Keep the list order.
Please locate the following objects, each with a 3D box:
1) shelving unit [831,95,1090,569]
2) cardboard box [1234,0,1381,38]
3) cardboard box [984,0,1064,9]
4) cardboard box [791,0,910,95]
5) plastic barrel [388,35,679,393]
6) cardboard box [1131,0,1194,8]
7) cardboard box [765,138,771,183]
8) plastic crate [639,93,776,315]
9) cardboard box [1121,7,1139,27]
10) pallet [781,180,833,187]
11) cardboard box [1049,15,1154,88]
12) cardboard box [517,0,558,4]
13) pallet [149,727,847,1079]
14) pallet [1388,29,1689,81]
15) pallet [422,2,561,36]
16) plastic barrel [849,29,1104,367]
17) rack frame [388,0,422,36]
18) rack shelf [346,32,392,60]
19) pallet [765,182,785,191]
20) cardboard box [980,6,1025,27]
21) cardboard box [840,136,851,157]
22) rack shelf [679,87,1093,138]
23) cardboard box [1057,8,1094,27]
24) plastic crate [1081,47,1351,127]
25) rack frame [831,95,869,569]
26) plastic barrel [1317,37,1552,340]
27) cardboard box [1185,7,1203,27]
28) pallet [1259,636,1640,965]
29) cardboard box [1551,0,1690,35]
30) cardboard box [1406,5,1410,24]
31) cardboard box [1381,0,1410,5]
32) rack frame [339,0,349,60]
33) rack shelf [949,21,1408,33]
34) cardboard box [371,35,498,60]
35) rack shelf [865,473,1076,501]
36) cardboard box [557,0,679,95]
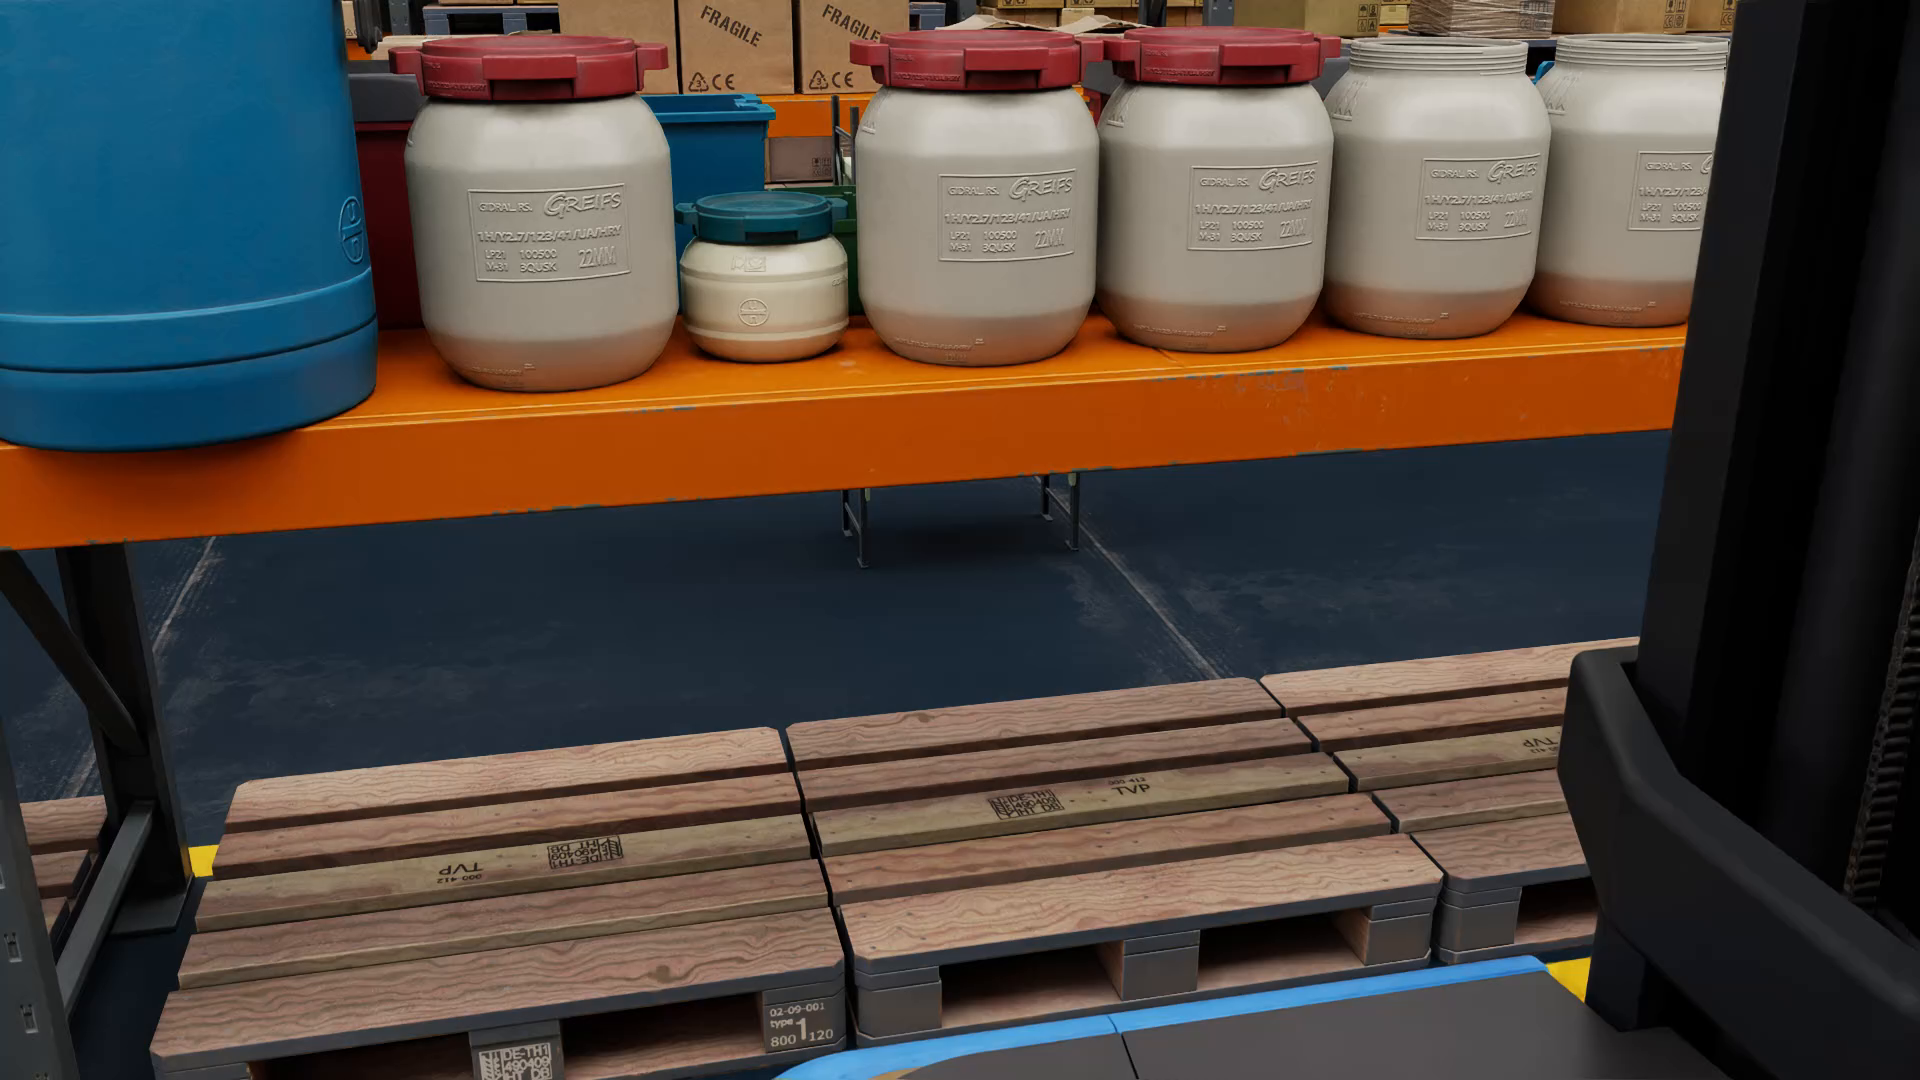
[{"bbox_3d":[-0.006,-0.704,5.555,0.755,1.500,0.431,-5,21,-12],"label":"shelving unit"},{"bbox_3d":[1.677,-2.783,8.295,0.500,0.500,0.700,-12,24,-31],"label":"cardboard box"},{"bbox_3d":[0.478,-4.258,12.470,0.500,0.500,0.500,-4,21,-11],"label":"cardboard box"},{"bbox_3d":[-0.539,-2.360,7.750,0.500,0.500,0.500,-6,21,-15],"label":"cardboard box"},{"bbox_3d":[-0.685,-0.542,2.737,0.433,0.535,0.433,0,20,0],"label":"plastic barrel"},{"bbox_3d":[1.473,-4.335,12.681,0.500,0.500,0.500,-5,21,-13],"label":"cardboard box"},{"bbox_3d":[-1.747,-3.017,12.684,0.500,0.500,0.700,-5,21,-13],"label":"cardboard box"},{"bbox_3d":[-0.664,-0.660,3.279,0.575,0.384,0.392,-5,21,-12],"label":"plastic crate"},{"bbox_3d":[1.313,-4.043,12.828,0.250,0.149,0.380,-4,21,-11],"label":"cardboard box"},{"bbox_3d":[-0.814,-2.738,12.983,1.213,0.211,1.003,-5,21,-12],"label":"pallet"},{"bbox_3d":[0.726,-2.395,8.122,0.500,0.311,0.500,-3,20,-9],"label":"cardboard box"},{"bbox_3d":[-2.897,-4.117,11.907,0.500,0.500,0.700,-3,20,-7],"label":"cardboard box"},{"bbox_3d":[-0.911,0.758,3.438,1.213,0.211,1.003,-5,21,-12],"label":"pallet"},{"bbox_3d":[2.982,-2.516,8.602,1.213,0.211,1.003,-5,21,-12],"label":"pallet"},{"bbox_3d":[-3.169,-3.714,11.872,1.213,0.211,1.003,-5,21,-12],"label":"pallet"},{"bbox_3d":[0.029,-0.600,2.895,0.433,0.535,0.433,0,20,0],"label":"plastic barrel"},{"bbox_3d":[-3.946,-3.792,11.806,0.127,3.000,1.000,-5,21,-12],"label":"rack frame"},{"bbox_3d":[-5.892,-3.296,11.498,4.000,0.370,1.077,-5,21,-12],"label":"rack shelf"},{"bbox_3d":[-1.999,-2.643,12.723,1.213,0.211,1.003,-5,21,-12],"label":"pallet"},{"bbox_3d":[0.320,-3.949,12.570,0.250,0.149,0.380,-5,21,-13],"label":"cardboard box"},{"bbox_3d":[-0.742,-3.067,12.822,0.500,0.500,0.700,-4,21,-12],"label":"cardboard box"},{"bbox_3d":[-0.856,-1.955,7.837,4.000,0.370,1.077,-5,21,-12],"label":"rack shelf"},{"bbox_3d":[0.846,-3.959,12.597,0.250,0.149,0.380,-4,20,-11],"label":"cardboard box"},{"bbox_3d":[0.583,-0.797,3.537,0.583,0.464,0.402,-5,21,-12],"label":"plastic crate"},{"bbox_3d":[-0.363,-0.675,5.476,0.023,1.500,0.400,-5,21,-12],"label":"rack frame"},{"bbox_3d":[0.865,-0.659,3.090,0.421,0.512,0.421,0,20,0],"label":"plastic barrel"},{"bbox_3d":[1.811,-4.074,12.911,0.250,0.149,0.380,-5,21,-12],"label":"cardboard box"},{"bbox_3d":[1.464,0.565,3.966,1.213,0.211,1.003,-5,21,-12],"label":"pallet"},{"bbox_3d":[3.278,-2.851,8.482,0.500,0.500,0.700,-10,23,-26],"label":"cardboard box"},{"bbox_3d":[3.576,-4.195,13.243,0.250,0.149,0.380,-4,21,-12],"label":"cardboard box"},{"bbox_3d":[3.448,-4.501,13.133,0.500,0.500,0.500,-5,21,-13],"label":"cardboard box"},{"bbox_3d":[-2.802,-2.135,7.281,0.127,3.000,1.000,-5,21,-12],"label":"rack frame"},{"bbox_3d":[1.893,-3.929,13.227,4.000,0.370,1.077,-5,21,-12],"label":"rack shelf"},{"bbox_3d":[-2.333,-2.118,7.453,0.500,0.250,0.500,-3,20,-9],"label":"cardboard box"},{"bbox_3d":[-0.006,-0.398,5.667,0.720,0.370,0.431,-5,21,-12],"label":"rack shelf"},{"bbox_3d":[-1.539,-2.278,7.528,0.500,0.500,0.500,-3,20,-9],"label":"cardboard box"}]
